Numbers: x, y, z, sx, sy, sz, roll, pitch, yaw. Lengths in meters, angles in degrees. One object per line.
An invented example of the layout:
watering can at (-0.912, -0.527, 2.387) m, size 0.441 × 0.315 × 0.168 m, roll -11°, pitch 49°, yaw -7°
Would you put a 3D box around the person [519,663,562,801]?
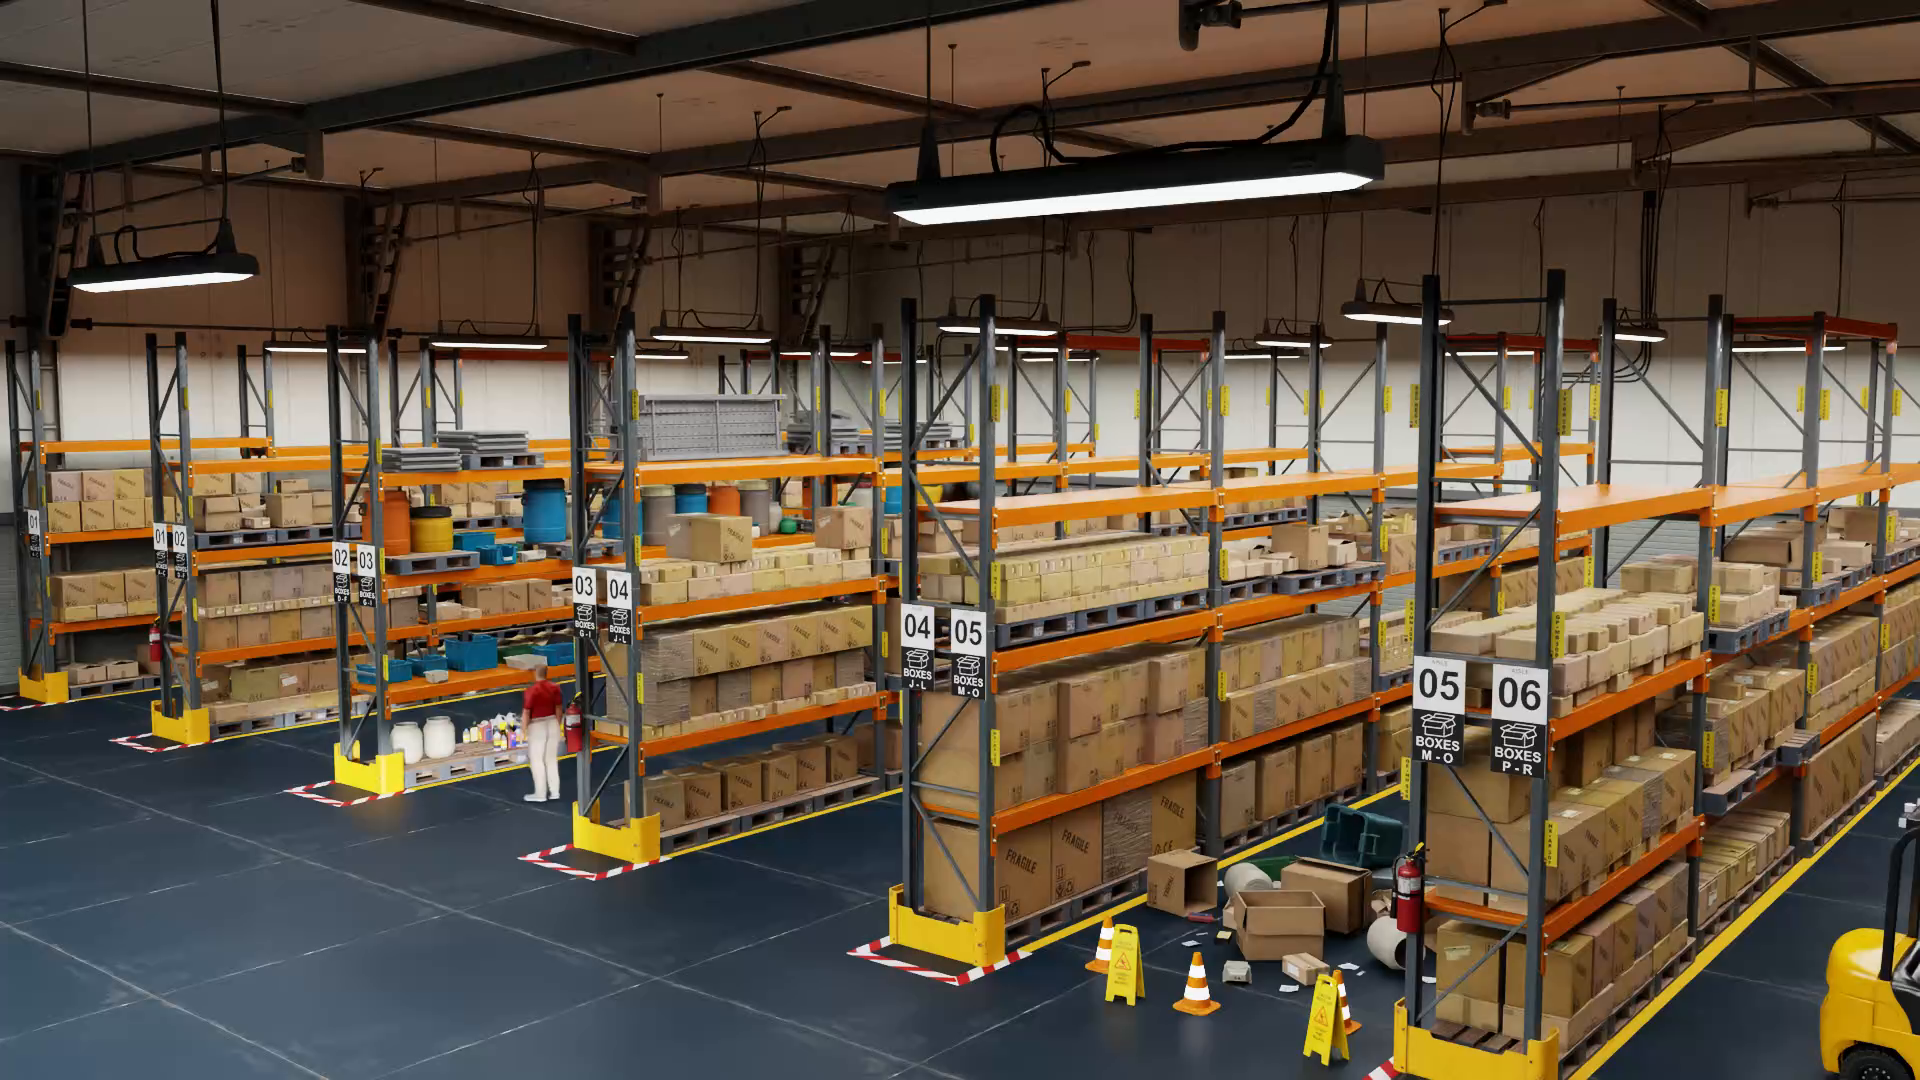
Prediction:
person at (-5.283, 2.433, 20.961) m, size 0.396 × 1.774 × 0.654 m, roll 4°, pitch 7°, yaw 39°
